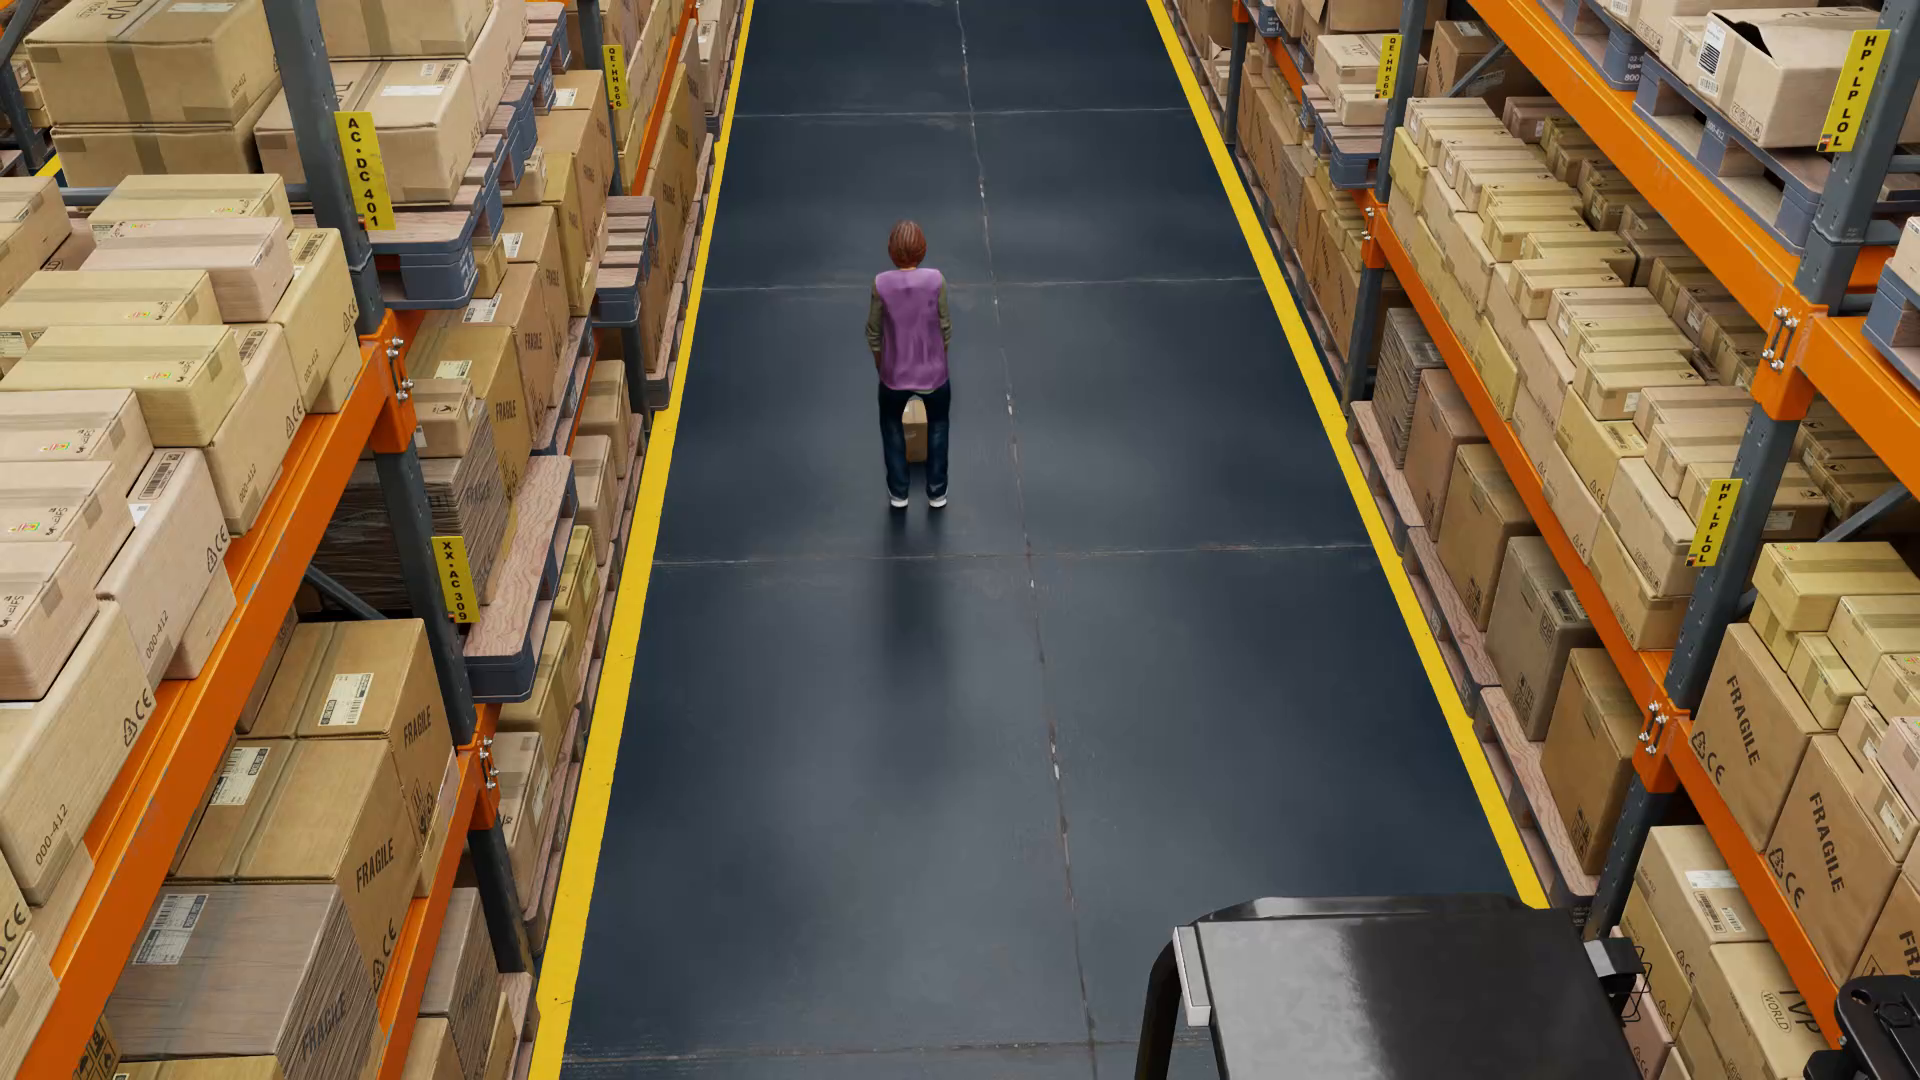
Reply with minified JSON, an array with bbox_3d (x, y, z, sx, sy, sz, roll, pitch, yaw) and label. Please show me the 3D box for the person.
[{"bbox_3d":[-0.256,-0.840,8.453,0.433,1.506,0.417,-1,36,-1],"label":"person"}]
